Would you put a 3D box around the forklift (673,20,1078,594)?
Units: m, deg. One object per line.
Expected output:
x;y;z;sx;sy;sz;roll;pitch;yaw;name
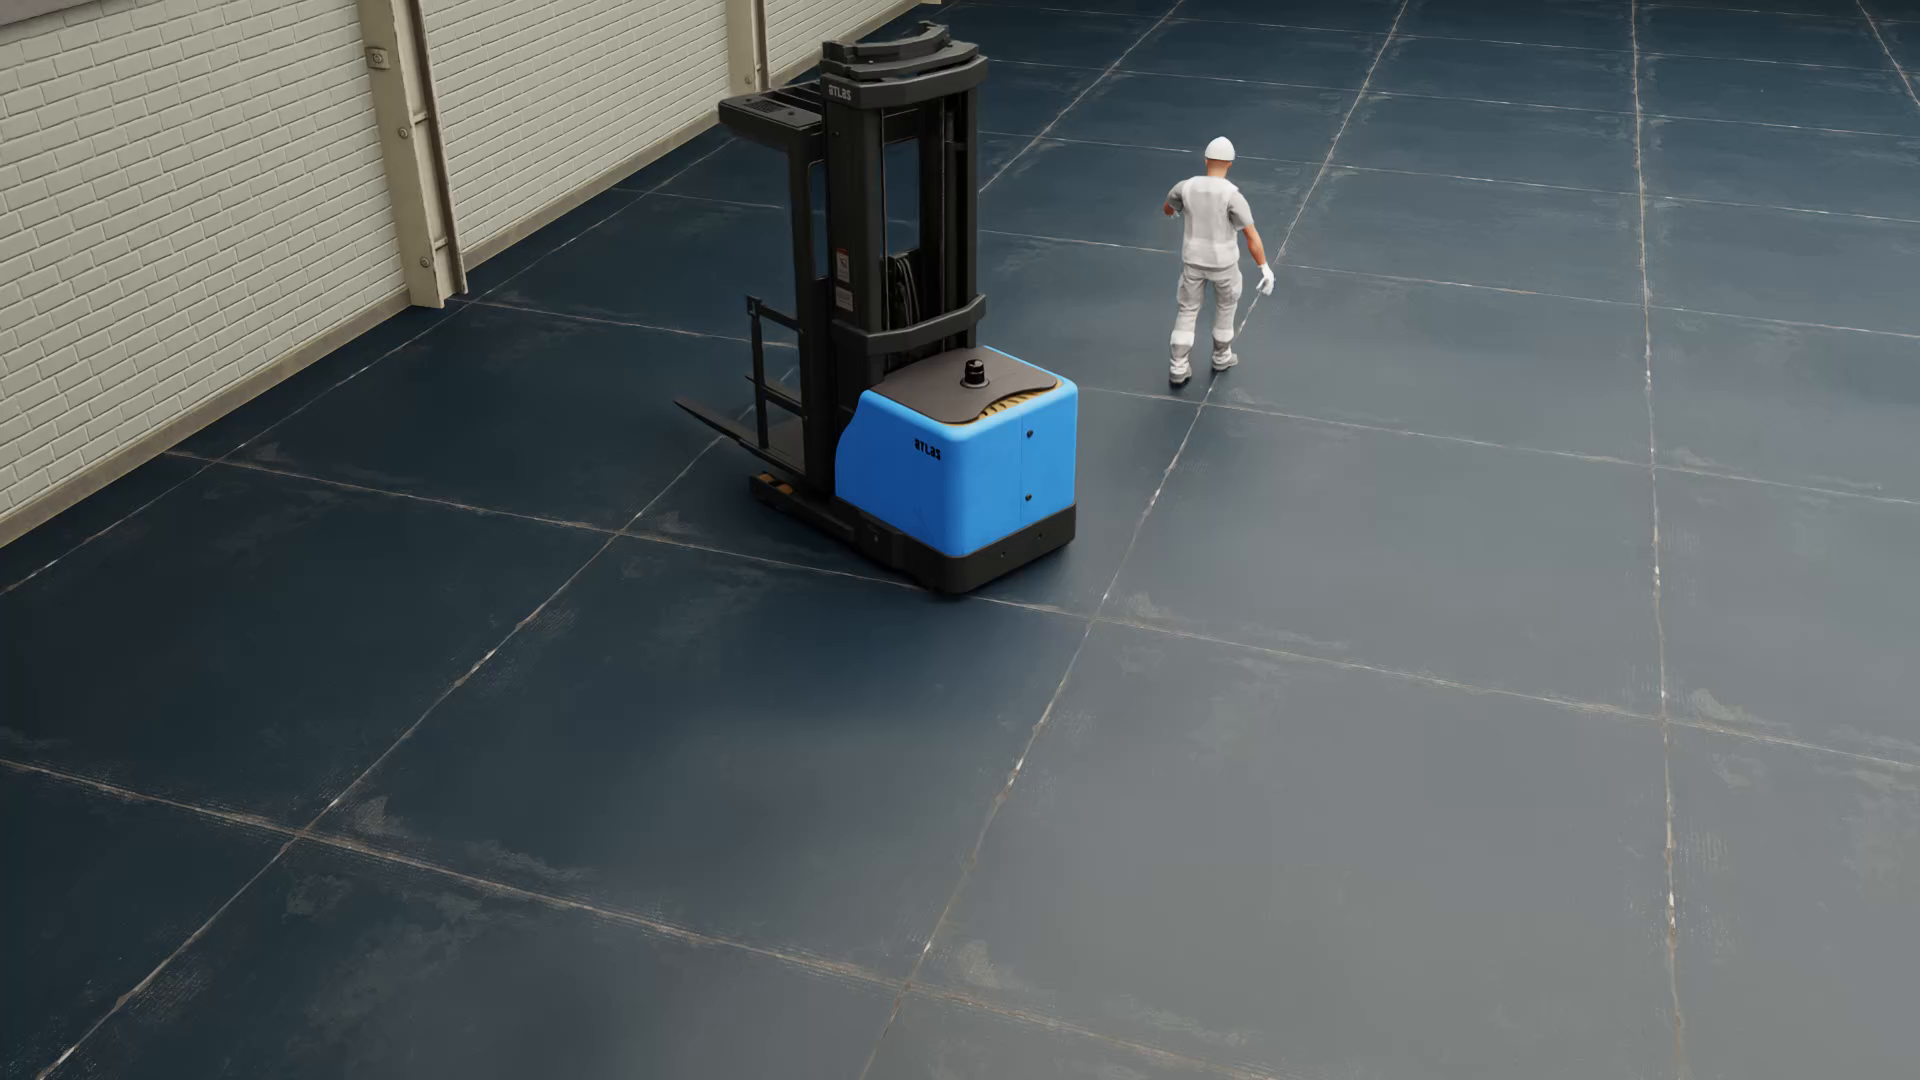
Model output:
-0.682;-1.608;9.958;1.130;2.935;3.031;-25;38;-36;forklift

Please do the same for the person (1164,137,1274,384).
1.824;-1.992;11.828;0.996;1.762;0.762;15;33;25;person
